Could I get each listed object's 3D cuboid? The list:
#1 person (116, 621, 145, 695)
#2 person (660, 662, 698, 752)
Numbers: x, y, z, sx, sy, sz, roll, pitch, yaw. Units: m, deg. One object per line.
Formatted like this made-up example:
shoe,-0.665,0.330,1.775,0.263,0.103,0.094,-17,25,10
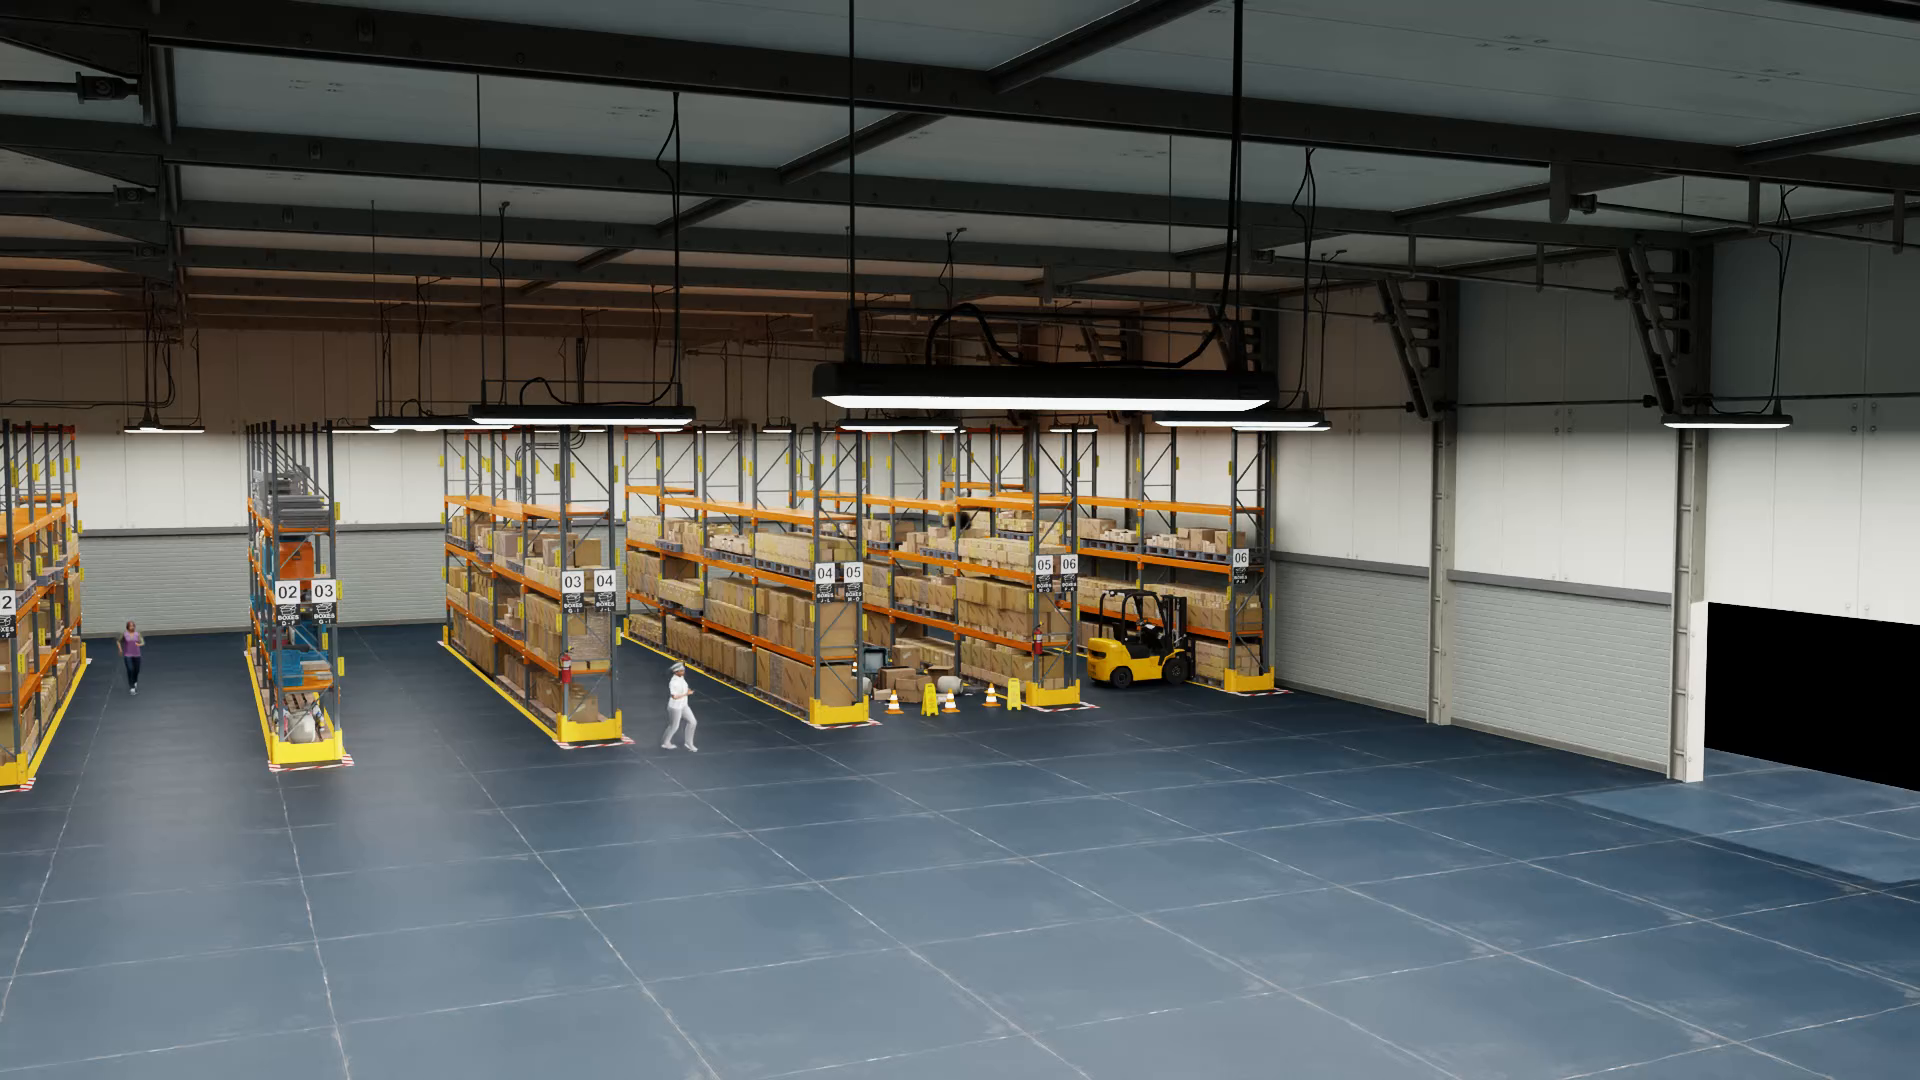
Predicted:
person,-18.400,2.593,36.939,0.547,1.593,0.887,-2,4,-35
person,-5.119,3.027,29.994,0.718,1.699,0.664,1,4,14
